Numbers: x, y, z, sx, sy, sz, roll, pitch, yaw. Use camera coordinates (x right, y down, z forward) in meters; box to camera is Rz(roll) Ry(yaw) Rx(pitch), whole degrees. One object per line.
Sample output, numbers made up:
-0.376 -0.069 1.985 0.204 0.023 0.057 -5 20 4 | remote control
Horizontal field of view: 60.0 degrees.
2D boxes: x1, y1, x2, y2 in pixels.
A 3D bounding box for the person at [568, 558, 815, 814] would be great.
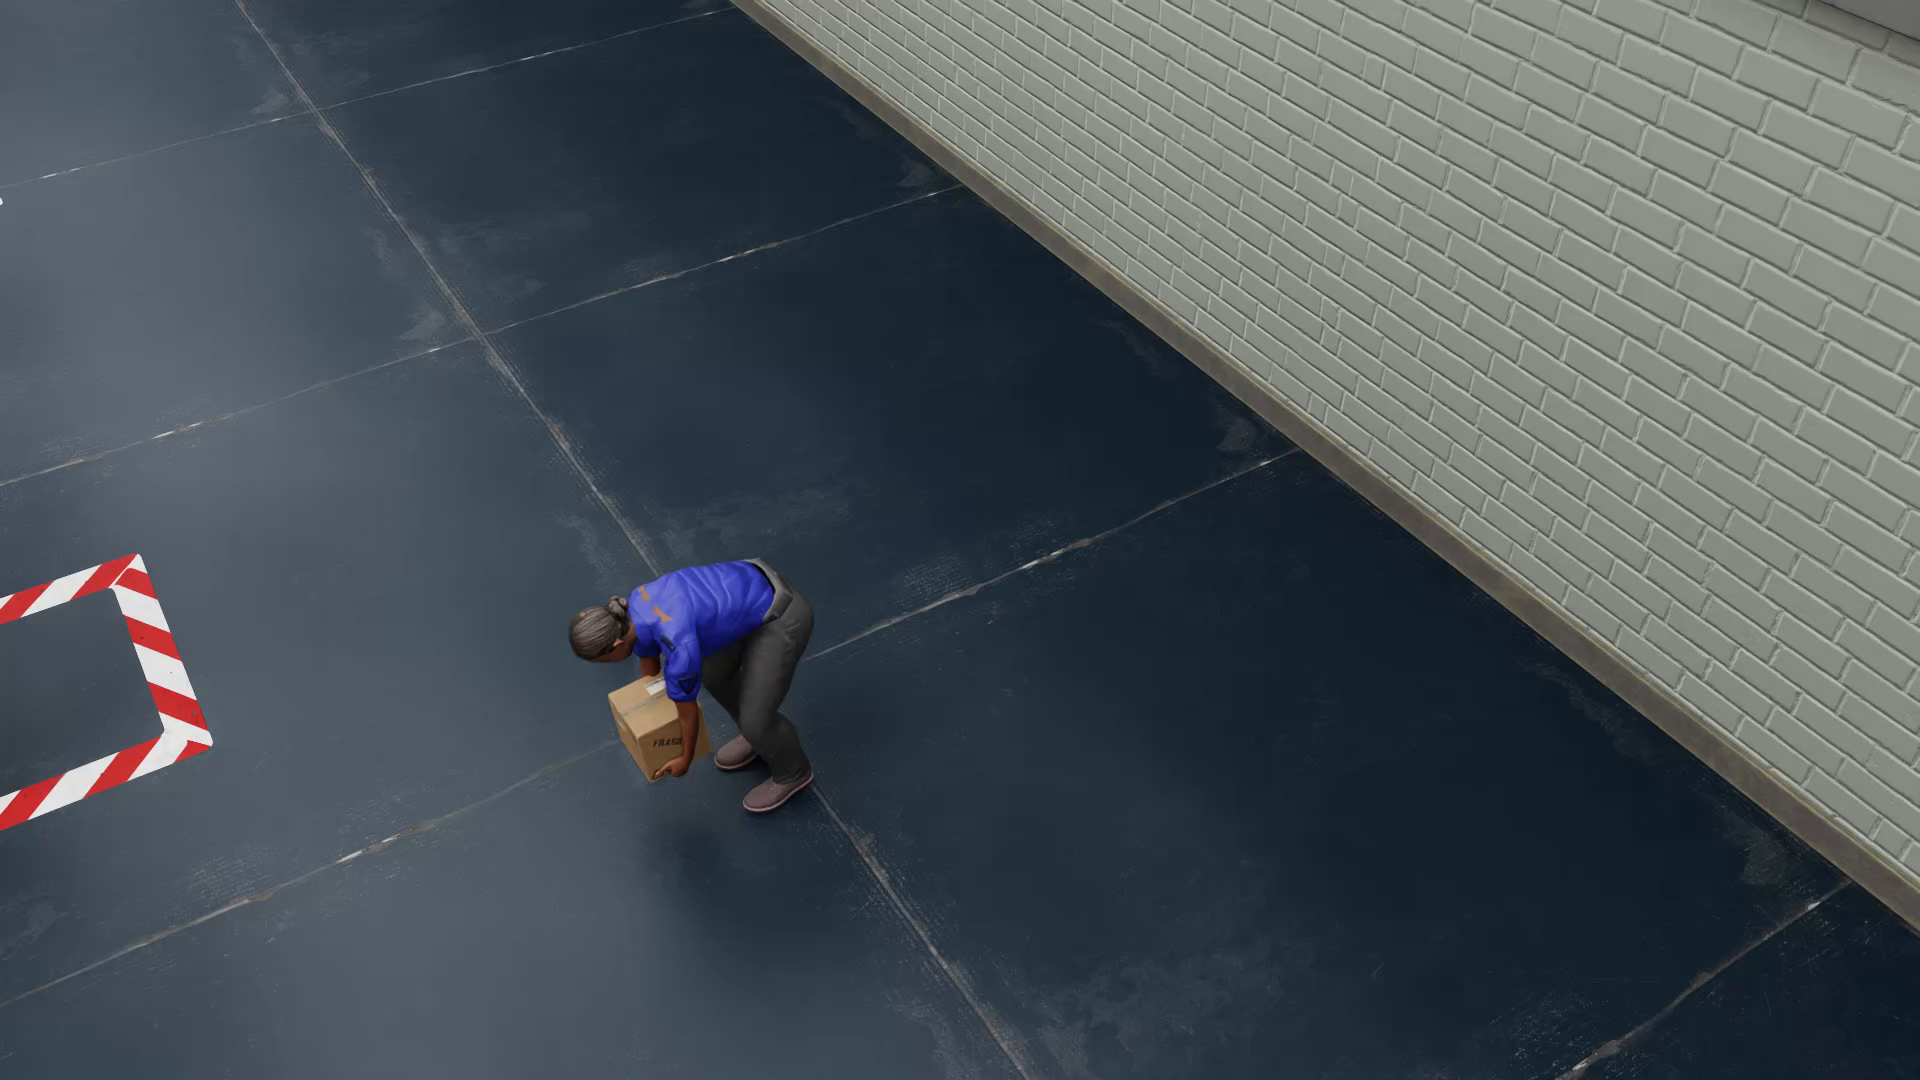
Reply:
-0.923 0.536 5.934 0.858 1.155 0.418 -24 46 -25 | person
